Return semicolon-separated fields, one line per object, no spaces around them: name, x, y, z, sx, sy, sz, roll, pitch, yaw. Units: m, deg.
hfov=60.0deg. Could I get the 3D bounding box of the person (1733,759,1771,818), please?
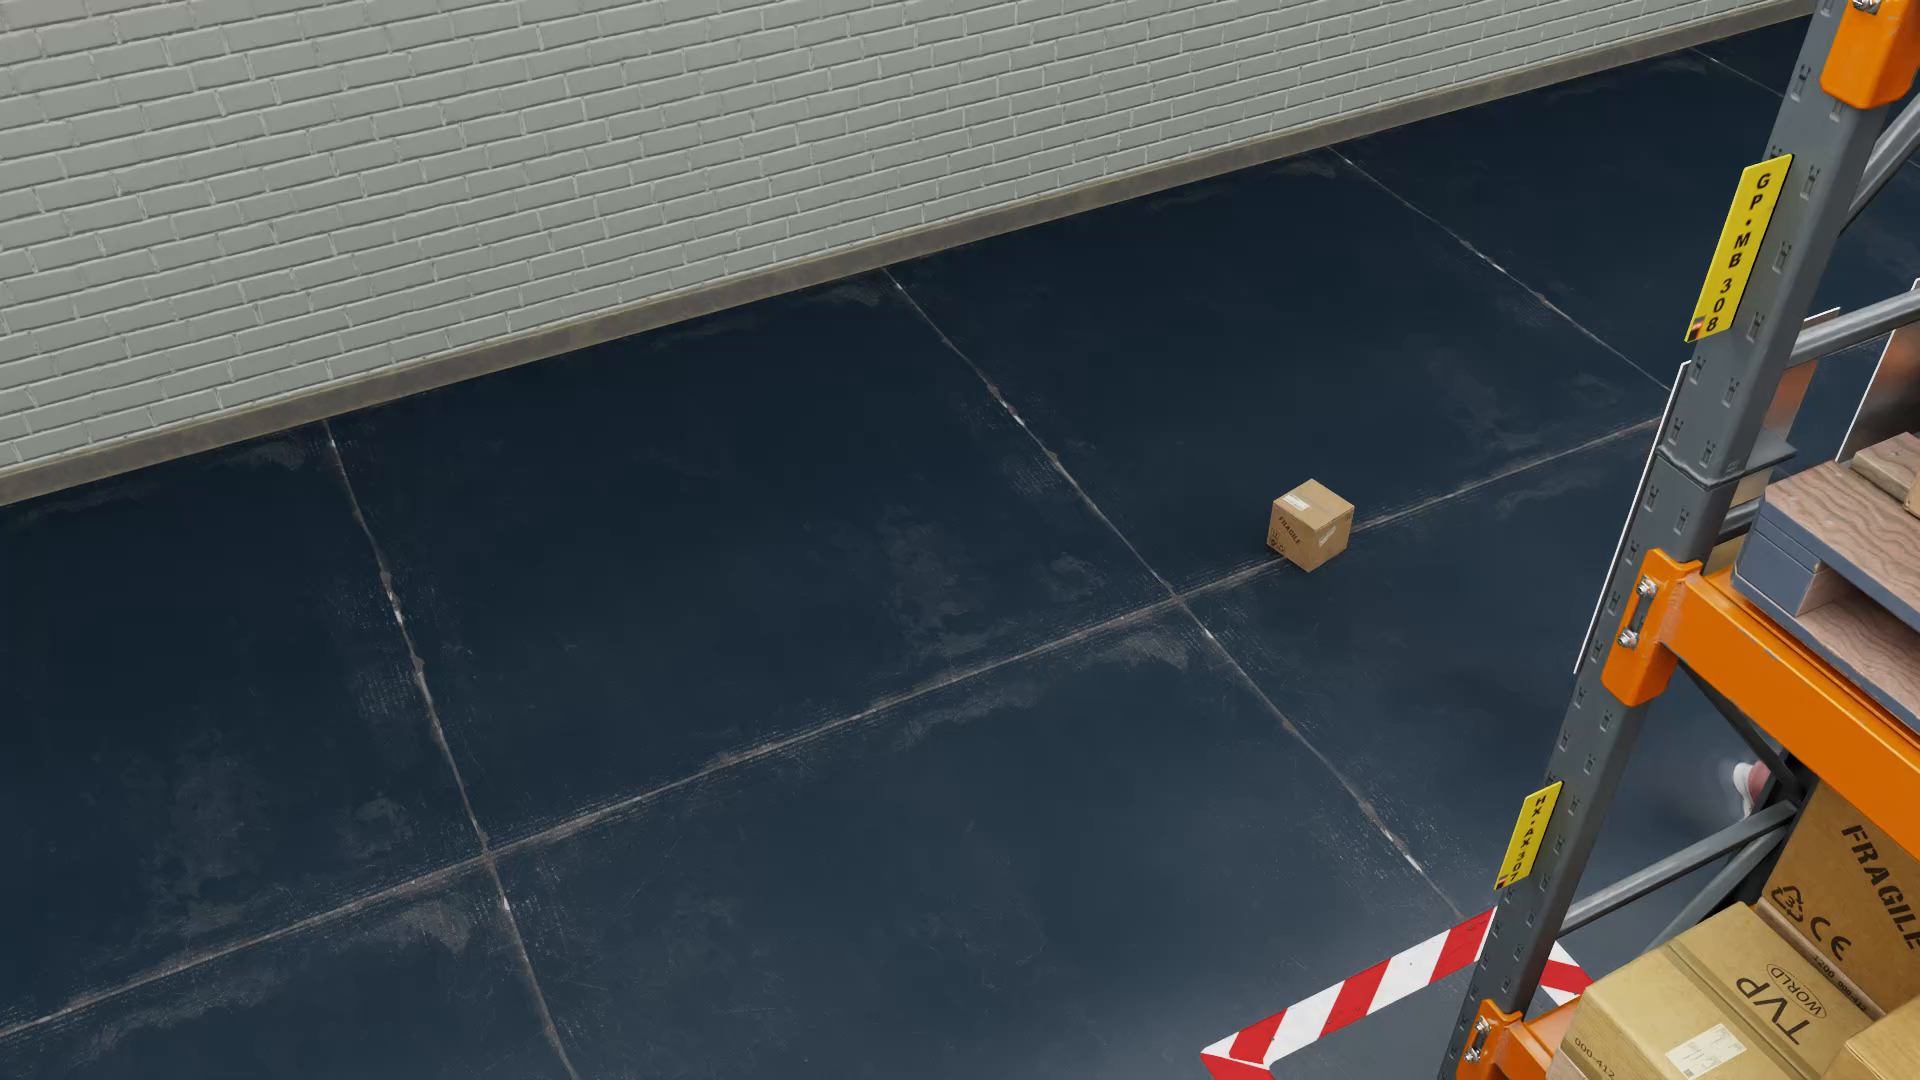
person;3.150;0.567;5.508;0.796;1.645;0.446;31;50;30
